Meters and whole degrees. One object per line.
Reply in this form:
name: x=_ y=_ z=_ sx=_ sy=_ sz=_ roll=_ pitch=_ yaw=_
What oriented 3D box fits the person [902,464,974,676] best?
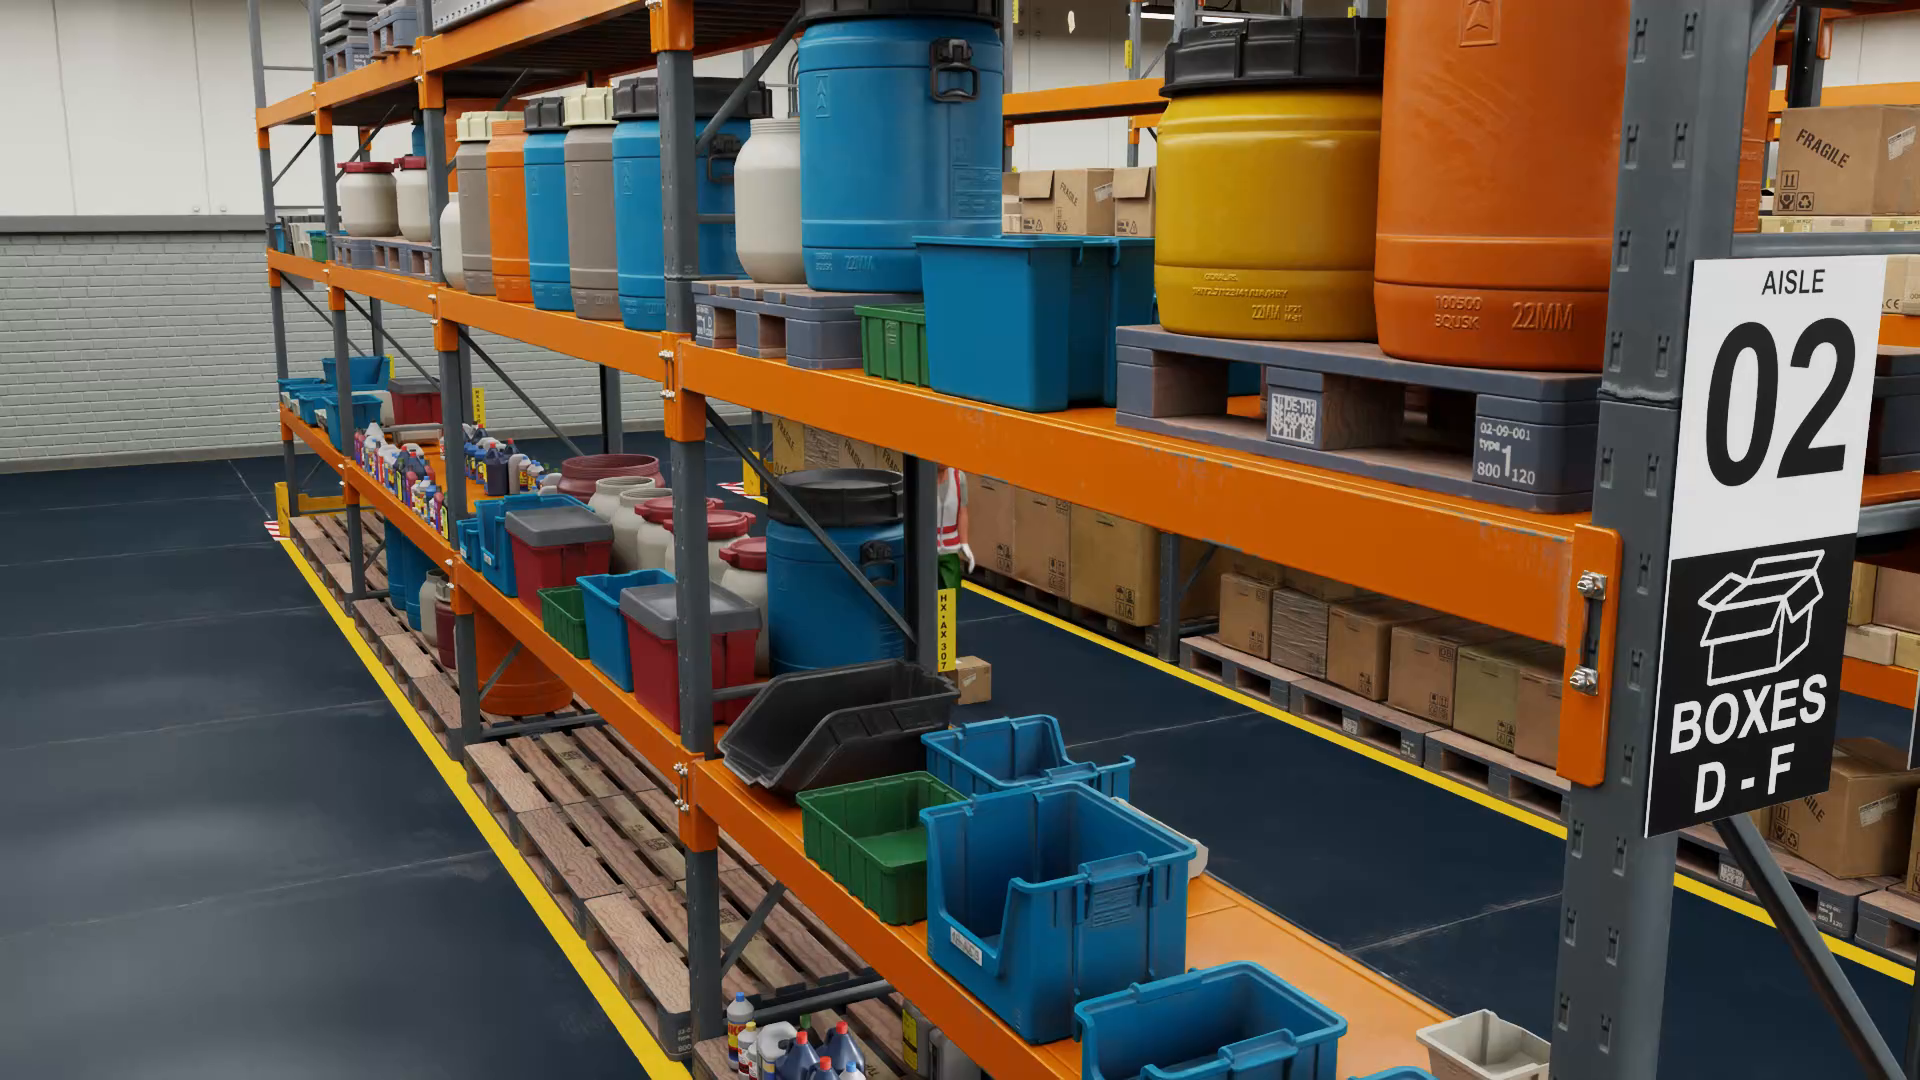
person: x=-0.159 y=0.147 z=11.309 sx=0.546 sy=1.850 sz=0.472 roll=-6 pitch=13 yaw=-29
